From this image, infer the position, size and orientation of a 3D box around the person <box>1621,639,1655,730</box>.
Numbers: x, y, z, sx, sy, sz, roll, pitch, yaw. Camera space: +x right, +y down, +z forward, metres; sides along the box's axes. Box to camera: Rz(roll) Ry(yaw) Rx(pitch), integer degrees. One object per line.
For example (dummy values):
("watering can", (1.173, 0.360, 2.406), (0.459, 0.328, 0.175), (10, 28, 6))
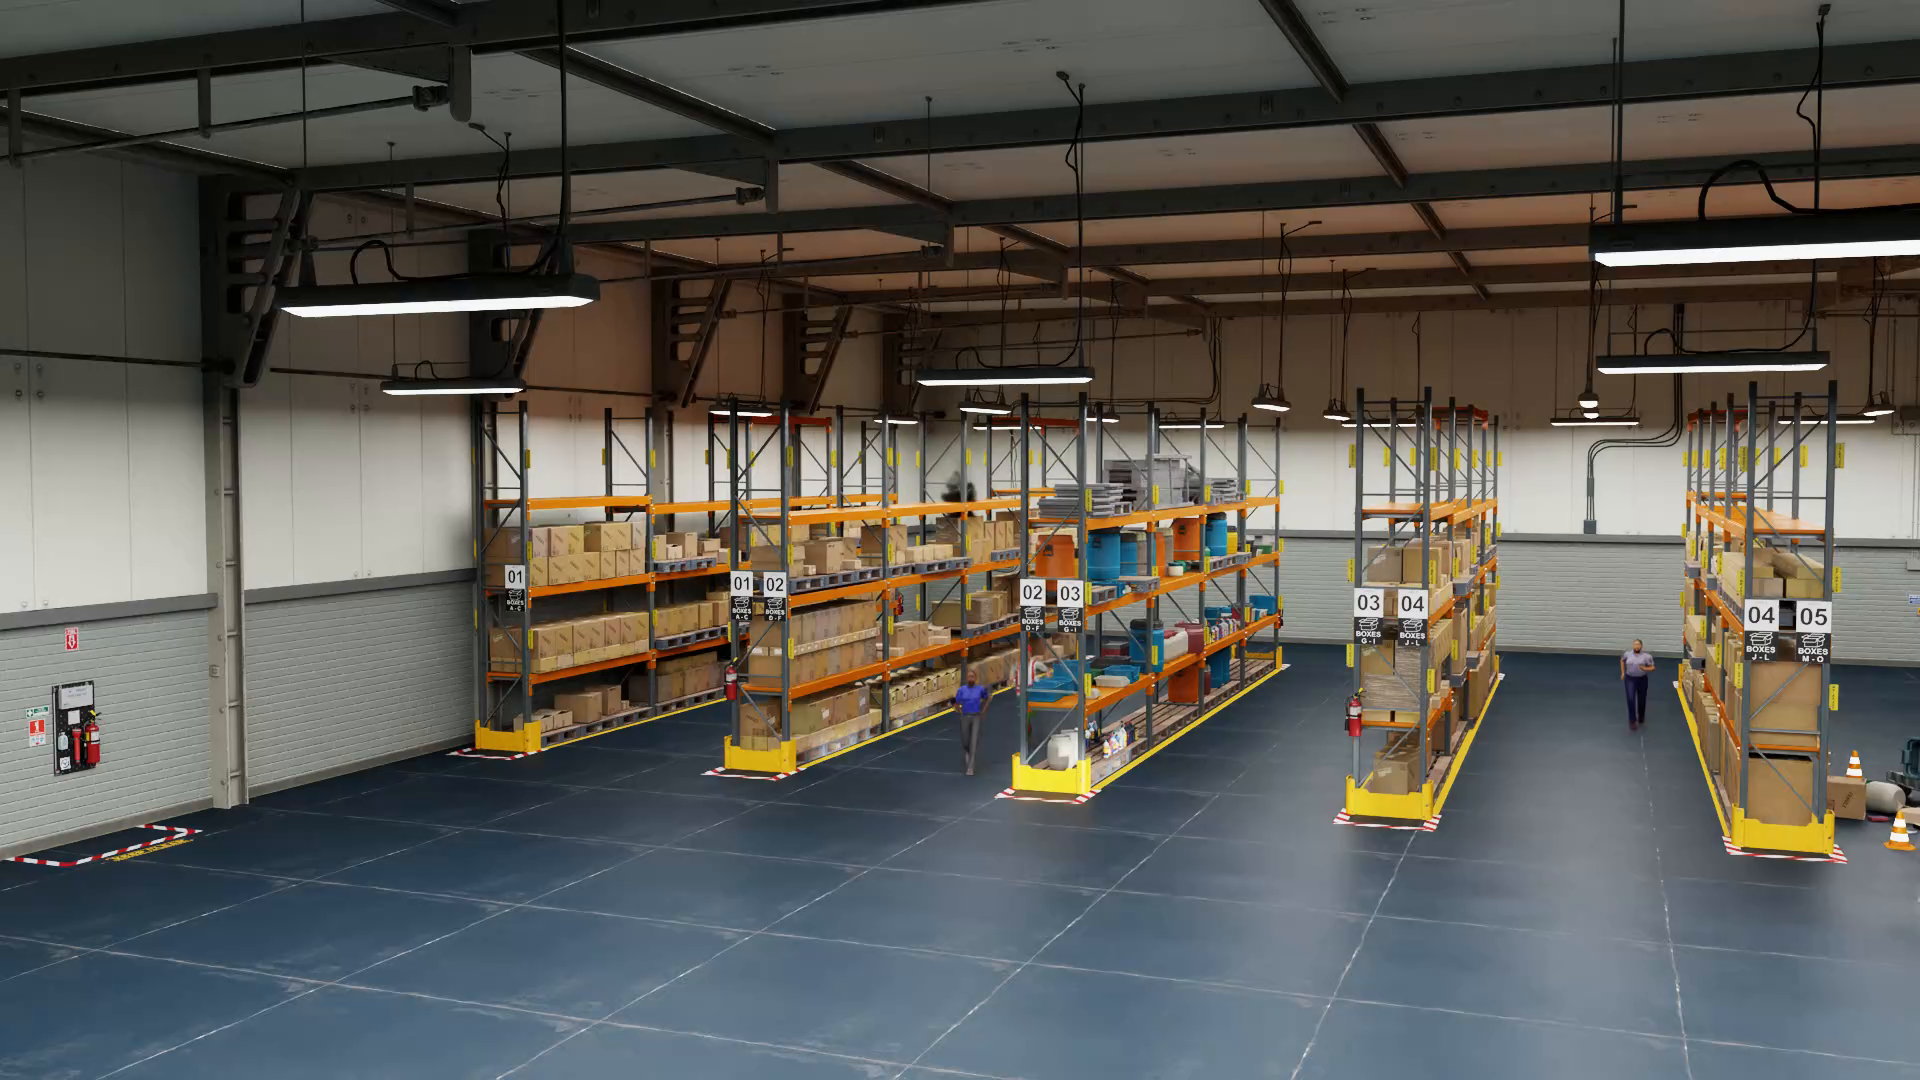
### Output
("person", (12.585, 2.652, 30.902), (0.599, 1.650, 0.938), (1, 3, 23))

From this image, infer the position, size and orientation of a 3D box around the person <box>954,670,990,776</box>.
("person", (0.186, 2.889, 26.520), (0.581, 1.619, 0.887), (0, 3, 4))

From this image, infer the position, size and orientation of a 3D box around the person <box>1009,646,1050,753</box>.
("person", (1.154, 2.719, 28.743), (0.669, 1.812, 0.893), (1, 3, 24))
